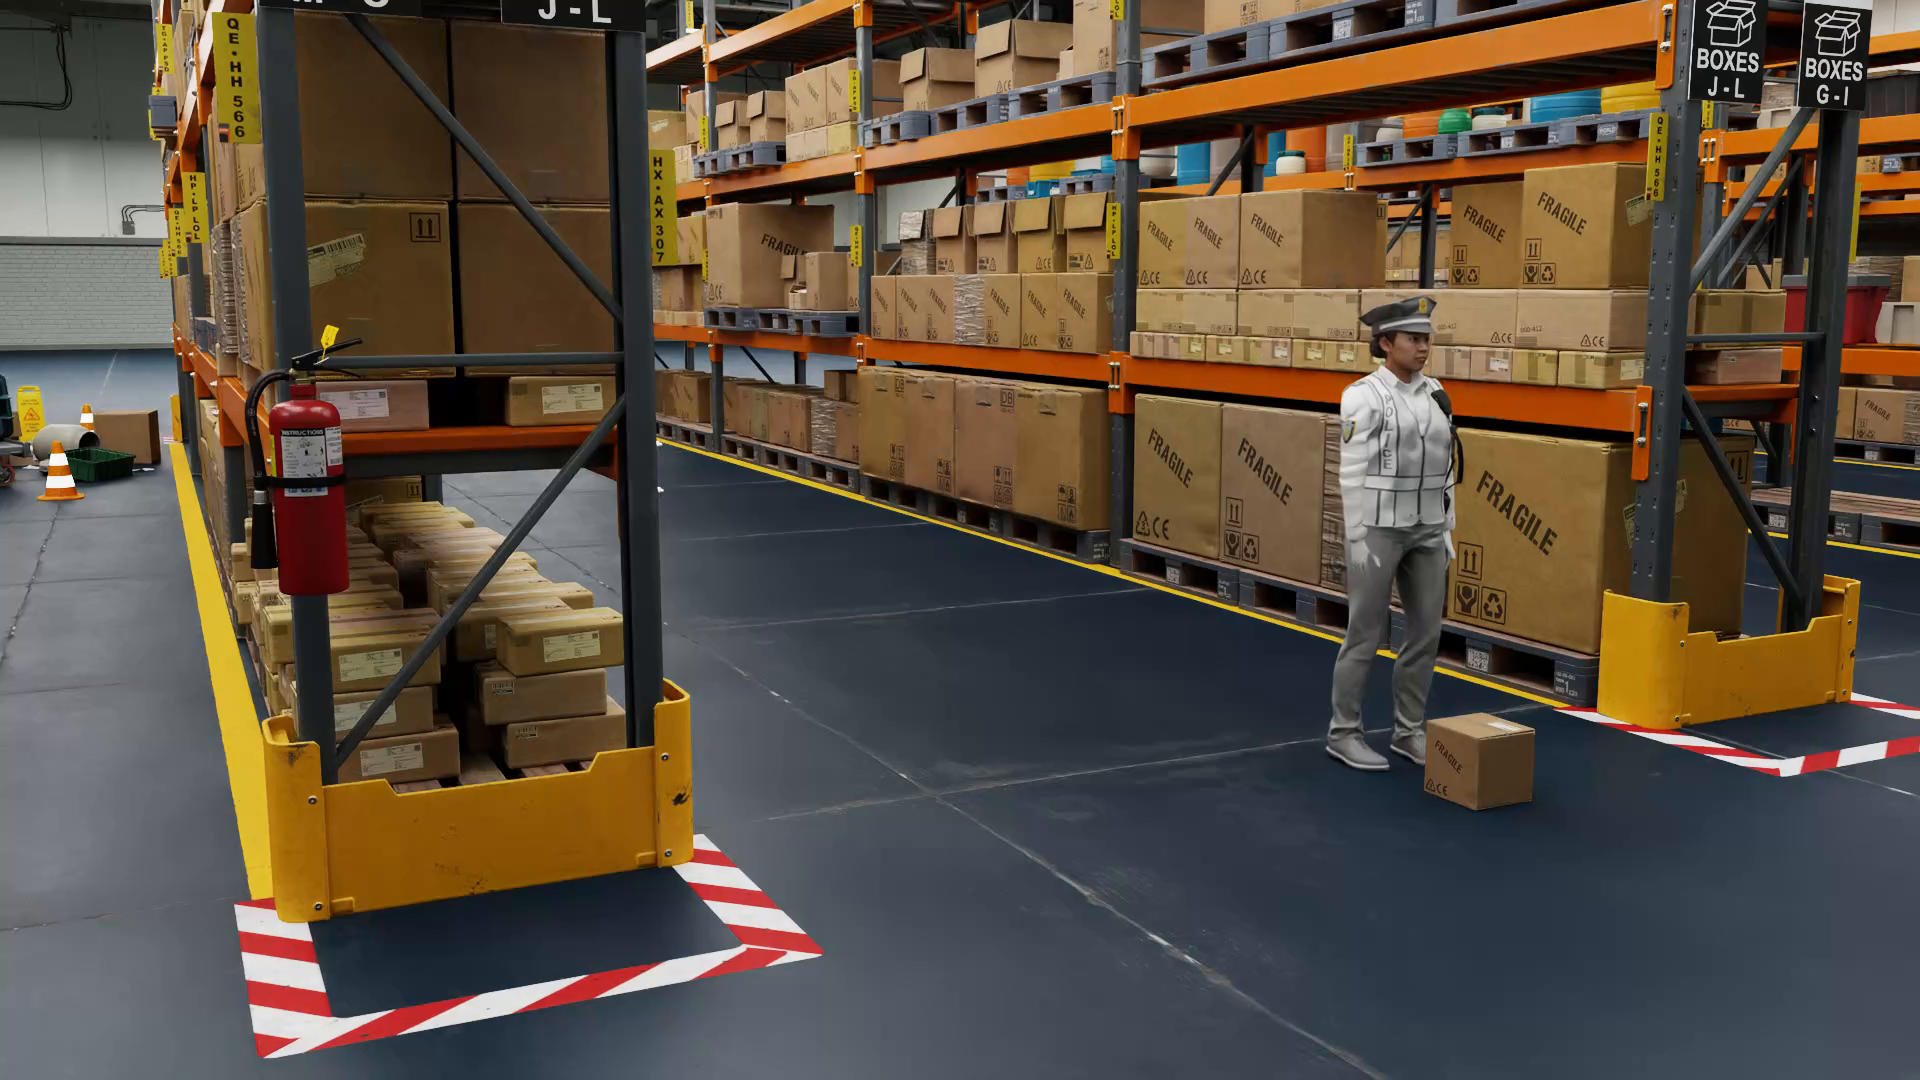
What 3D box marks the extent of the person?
[{"bbox_3d":[1.573,-0.022,5.932,0.469,1.683,0.356,-4,9,-24],"label":"person"}]
